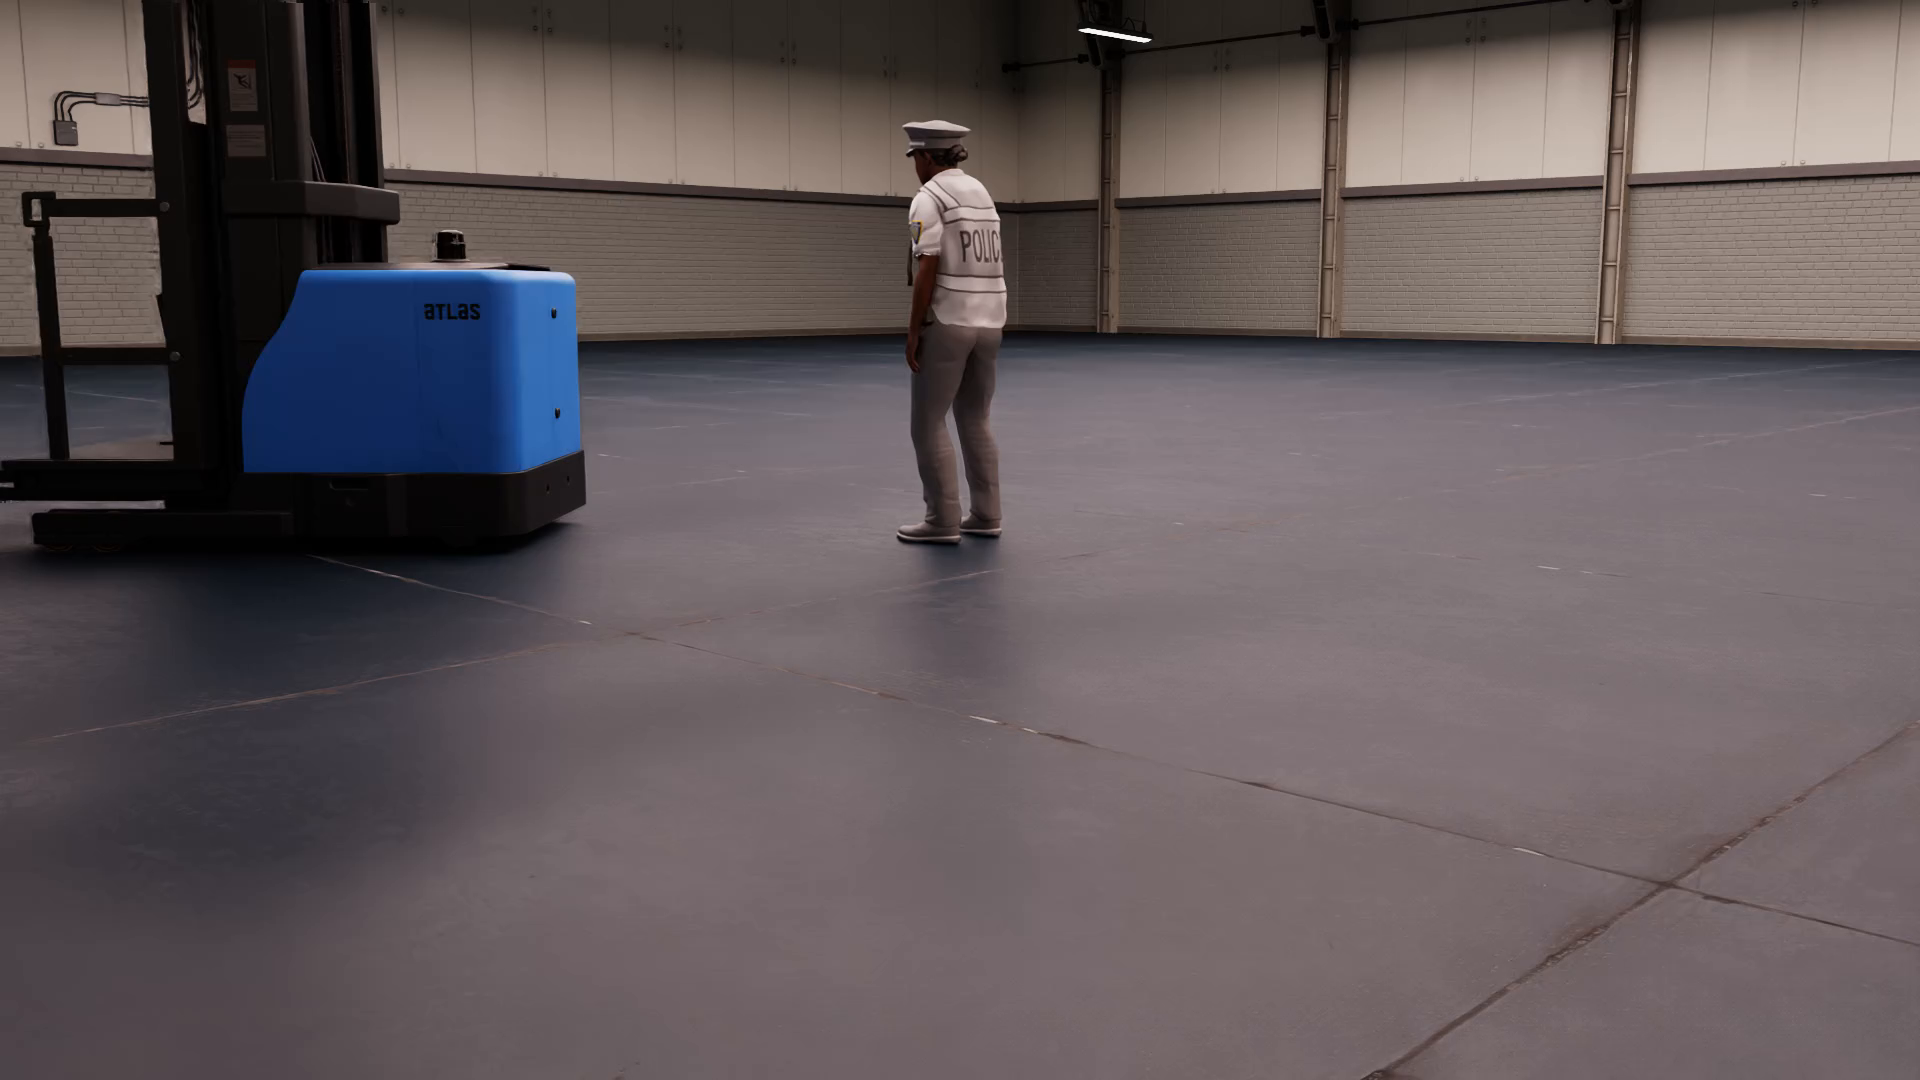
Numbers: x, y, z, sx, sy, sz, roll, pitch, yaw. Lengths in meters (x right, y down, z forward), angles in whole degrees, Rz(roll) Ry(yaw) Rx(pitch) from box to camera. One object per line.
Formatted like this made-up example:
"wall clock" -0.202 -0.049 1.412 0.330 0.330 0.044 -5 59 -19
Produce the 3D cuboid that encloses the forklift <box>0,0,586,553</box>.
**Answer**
"forklift" -3.162 -1.476 6.679 3.031 2.935 1.130 0 9 2

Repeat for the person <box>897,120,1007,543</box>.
"person" -0.026 -0.822 6.619 0.393 1.657 0.513 8 11 41
